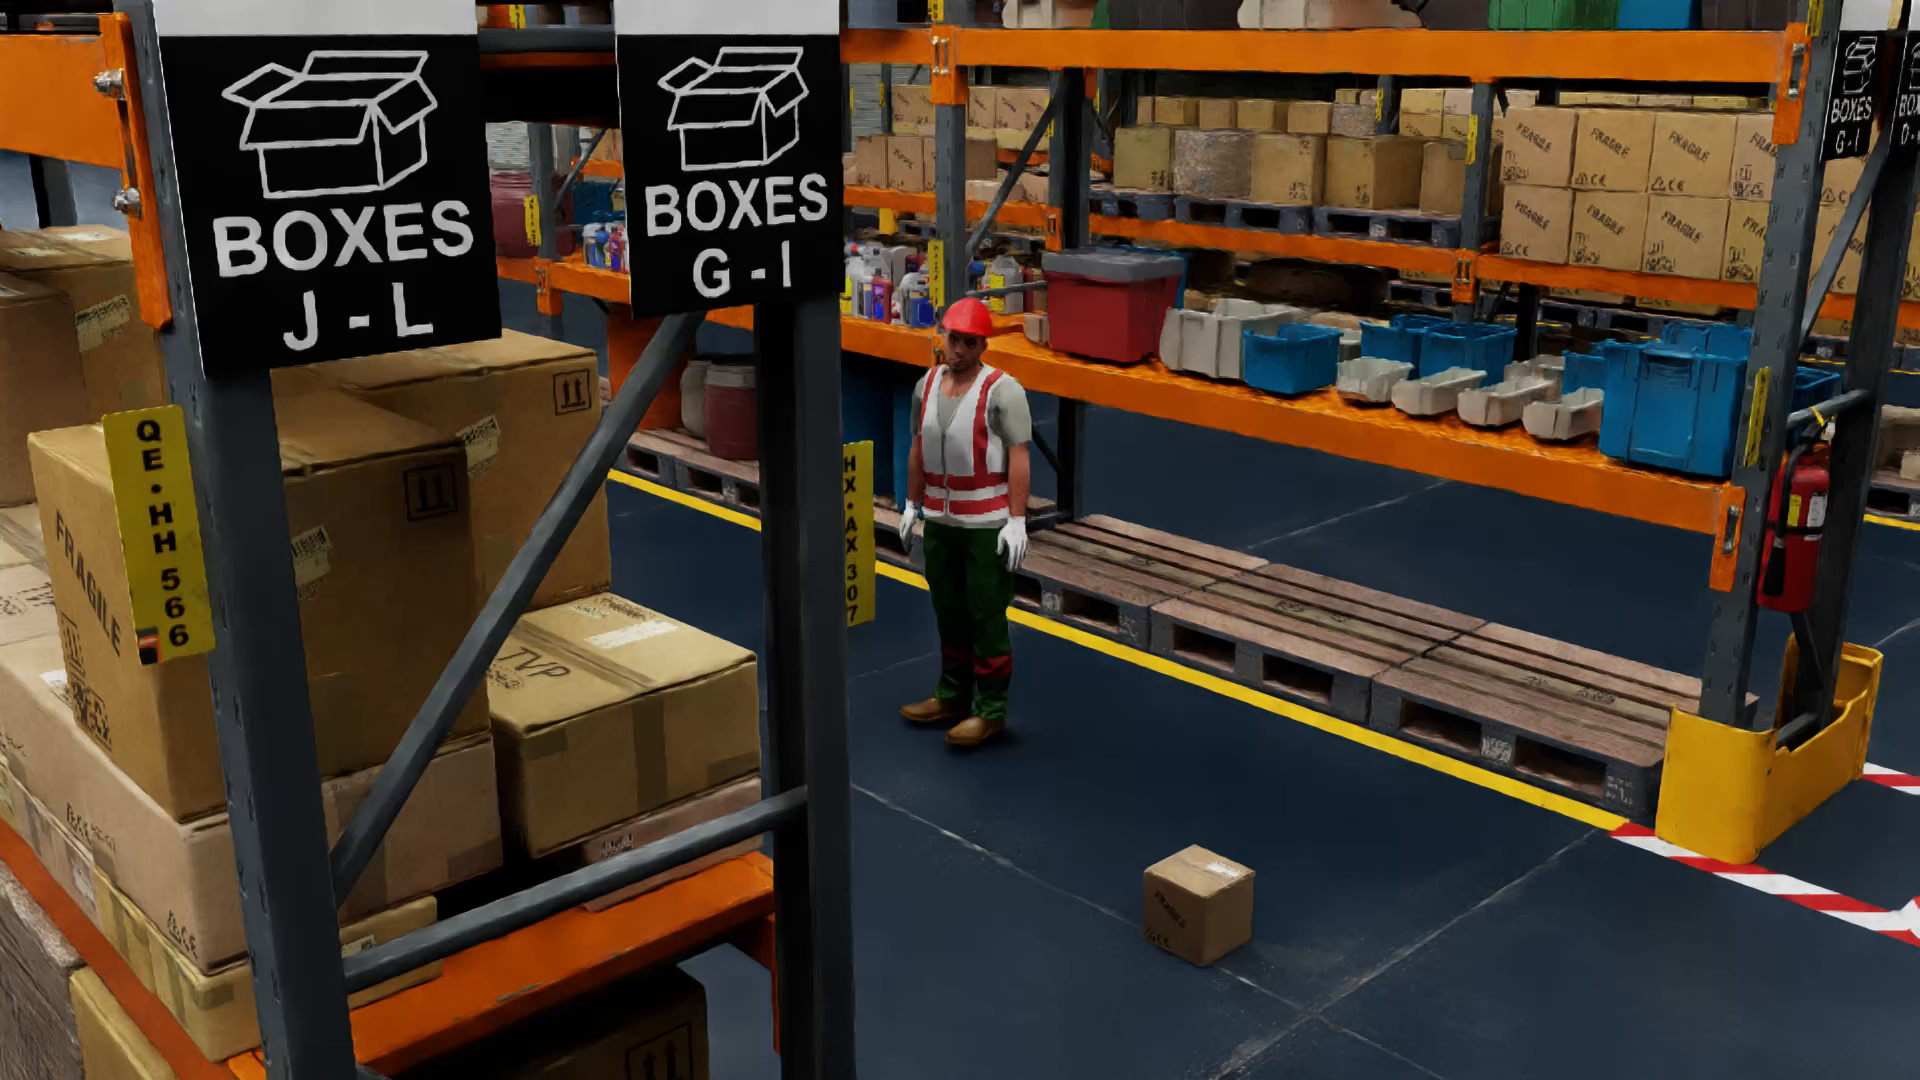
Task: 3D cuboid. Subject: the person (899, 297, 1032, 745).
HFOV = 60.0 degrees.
[{"bbox_3d":[0.009,-0.070,6.631,0.632,1.797,0.377,13,21,36],"label":"person"}]
